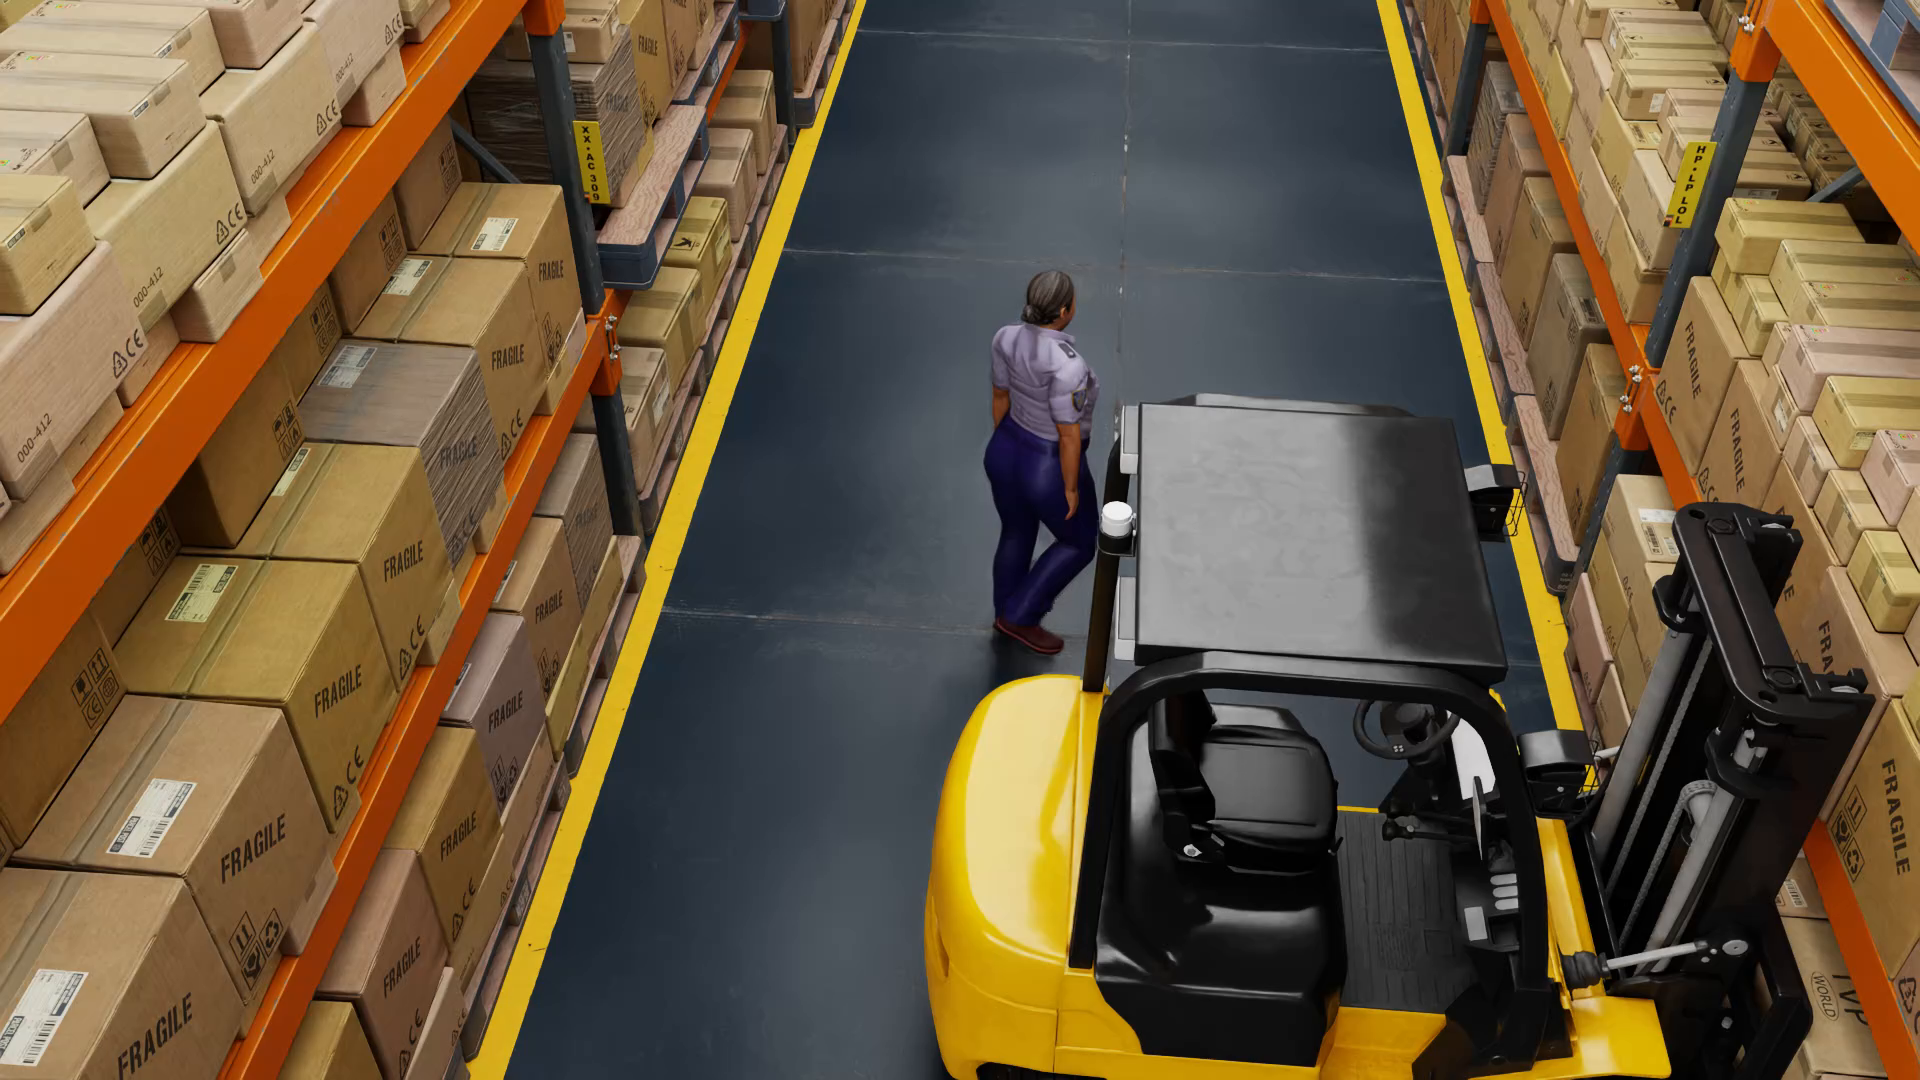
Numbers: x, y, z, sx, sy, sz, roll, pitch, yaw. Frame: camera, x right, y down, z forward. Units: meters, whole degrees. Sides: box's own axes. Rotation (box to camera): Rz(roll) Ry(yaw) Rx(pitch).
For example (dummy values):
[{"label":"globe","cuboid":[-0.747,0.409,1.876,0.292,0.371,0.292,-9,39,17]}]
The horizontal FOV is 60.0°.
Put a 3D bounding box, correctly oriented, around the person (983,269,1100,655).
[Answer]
[{"label":"person","cuboid":[0.280,-0.268,6.481,0.477,1.629,0.522,-31,49,-32]}]
